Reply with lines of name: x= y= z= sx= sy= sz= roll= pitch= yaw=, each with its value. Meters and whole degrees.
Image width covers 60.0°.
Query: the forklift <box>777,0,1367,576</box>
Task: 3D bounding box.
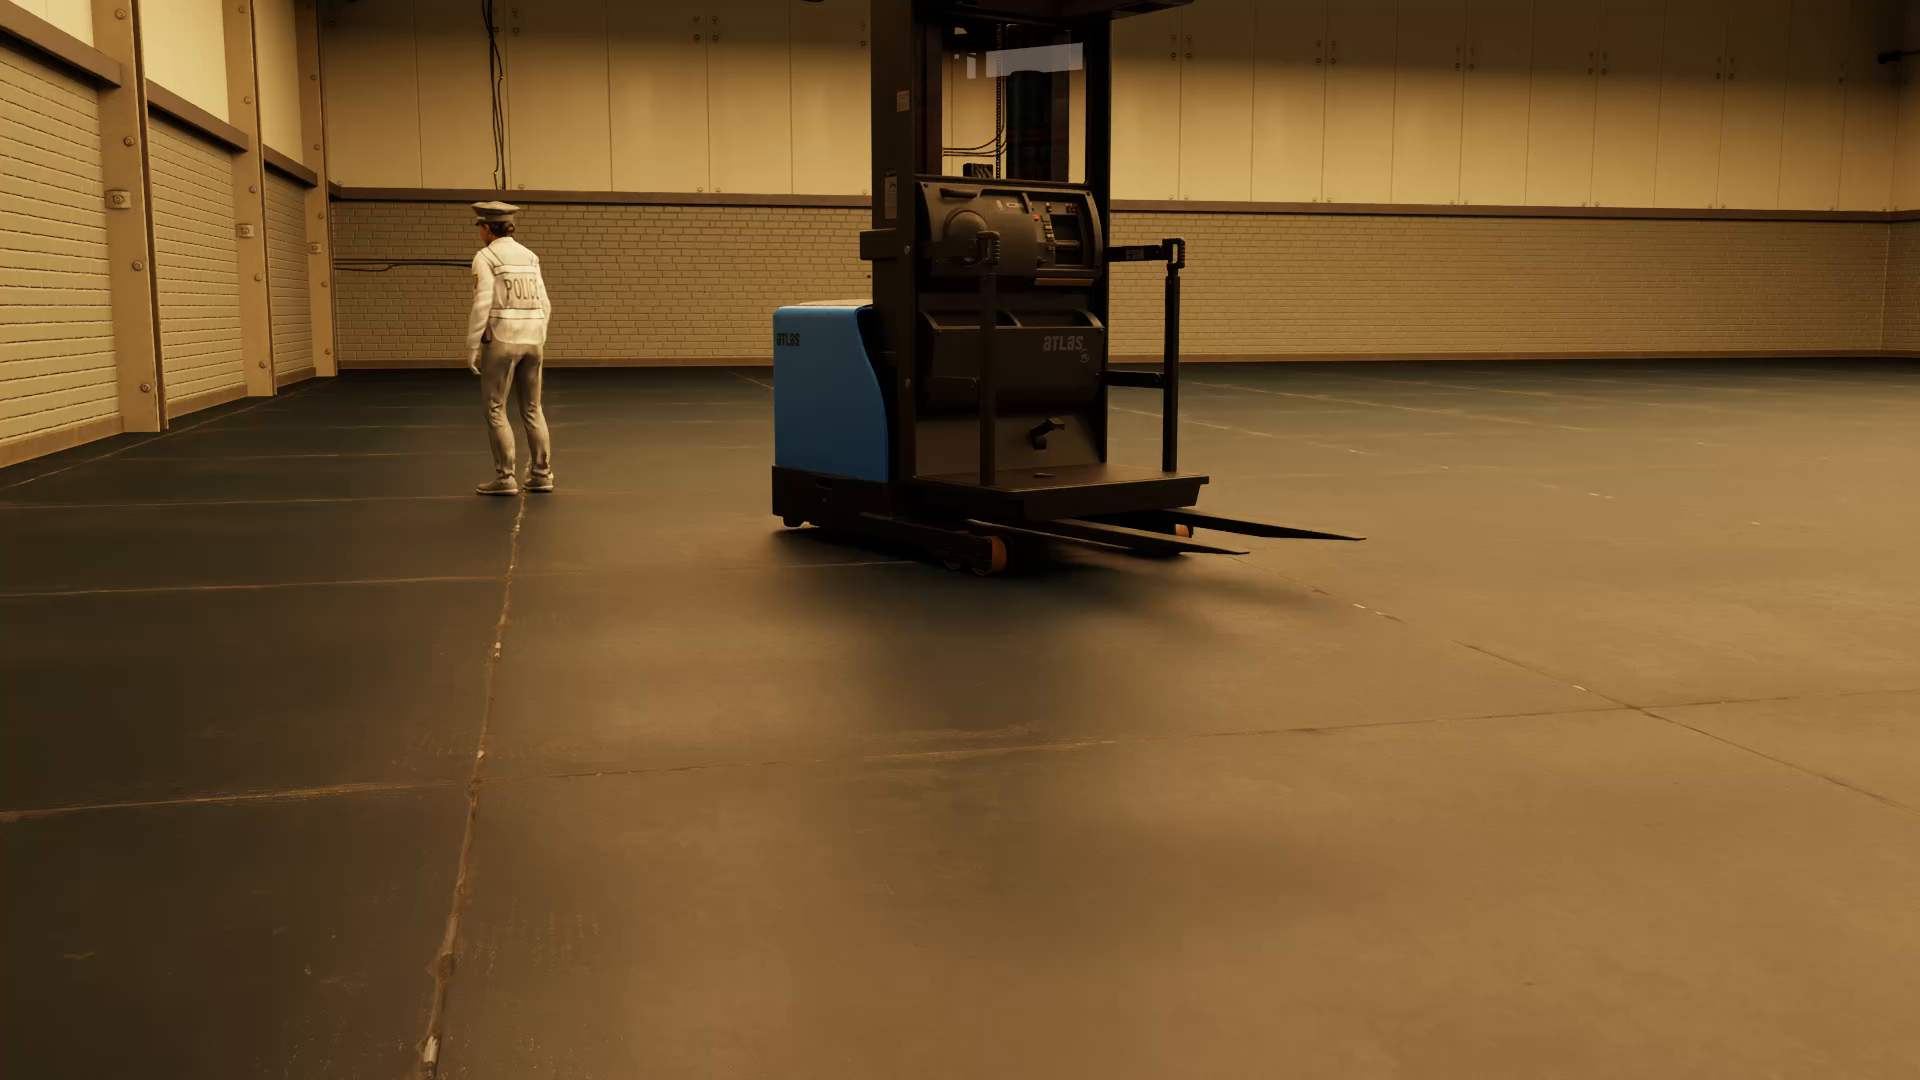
forklift: x=0.352 y=-1.383 z=7.012 sx=1.121 sy=2.935 sz=3.031 roll=-6 pitch=10 yaw=-35

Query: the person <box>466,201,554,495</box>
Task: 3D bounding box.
person: x=-2.584 y=-1.094 z=9.526 sx=0.374 sy=1.664 sz=0.541 roll=6 pitch=10 yaw=37
